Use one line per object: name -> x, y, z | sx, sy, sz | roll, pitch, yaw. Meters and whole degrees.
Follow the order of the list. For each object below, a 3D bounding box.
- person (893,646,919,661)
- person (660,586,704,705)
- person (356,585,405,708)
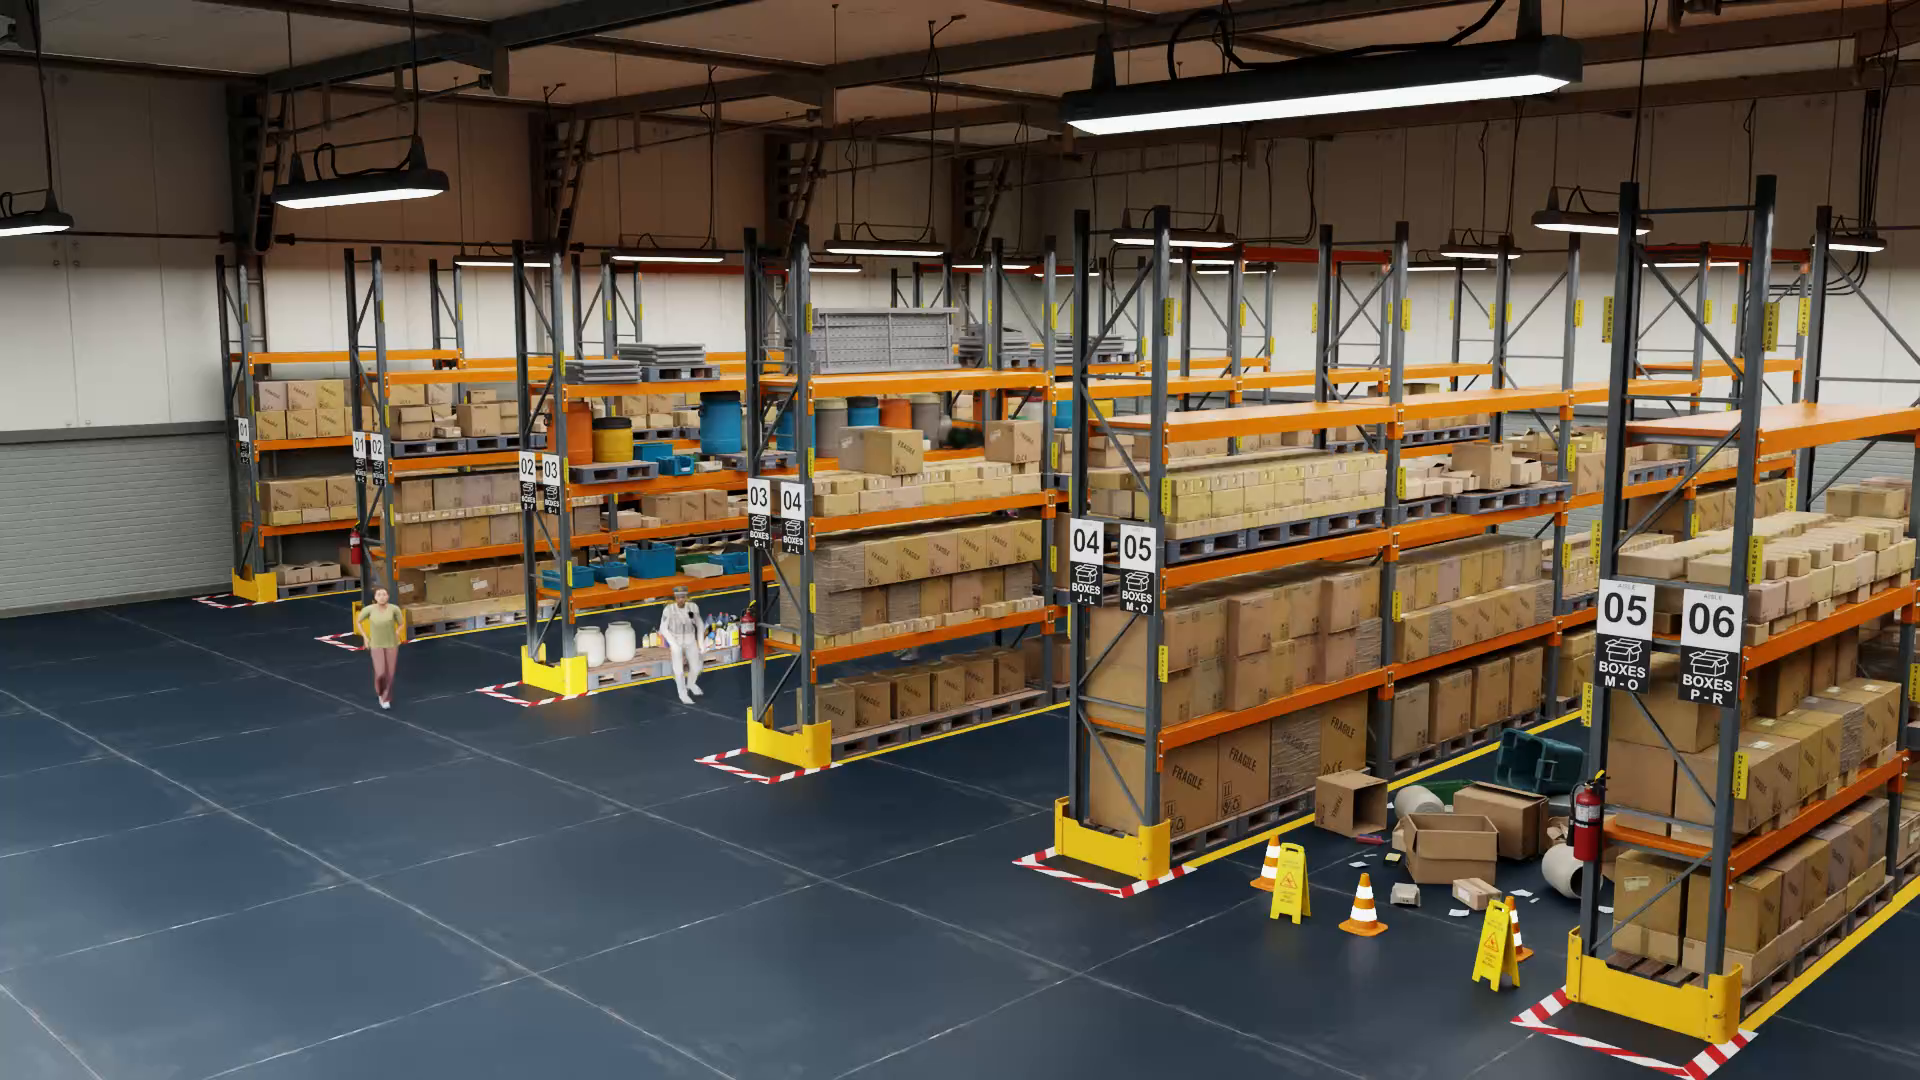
person -> -0.874, 0.981, 23.958 | 0.675, 1.580, 0.551 | -7, 11, -41
person -> -3.612, 1.339, 21.576 | 0.574, 1.608, 0.726 | -2, 8, -17
person -> -7.349, 1.376, 21.148 | 0.582, 1.610, 0.616 | -3, 9, -23
